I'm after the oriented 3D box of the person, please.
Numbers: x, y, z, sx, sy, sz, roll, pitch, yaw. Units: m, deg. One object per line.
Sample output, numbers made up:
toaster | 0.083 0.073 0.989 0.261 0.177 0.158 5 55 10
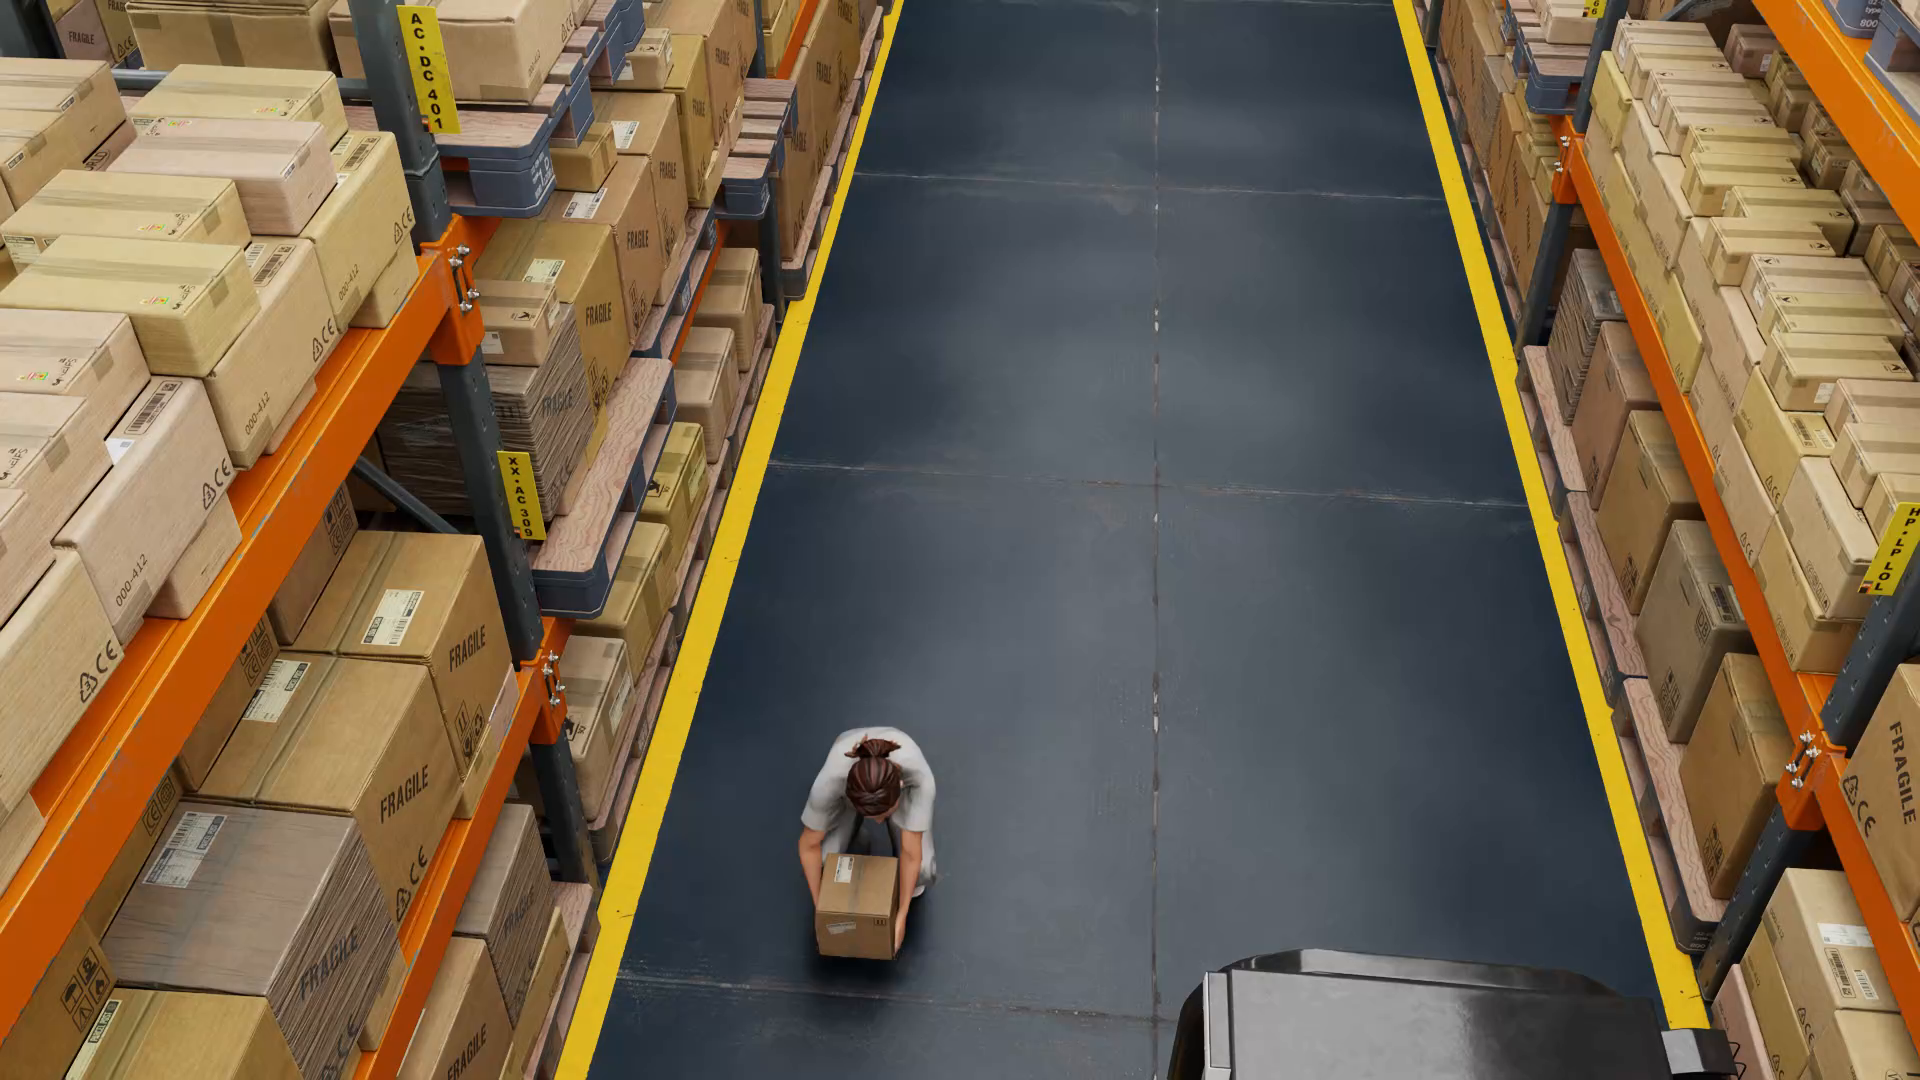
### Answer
person | -0.313 0.960 5.884 0.482 0.950 0.782 3 40 3
